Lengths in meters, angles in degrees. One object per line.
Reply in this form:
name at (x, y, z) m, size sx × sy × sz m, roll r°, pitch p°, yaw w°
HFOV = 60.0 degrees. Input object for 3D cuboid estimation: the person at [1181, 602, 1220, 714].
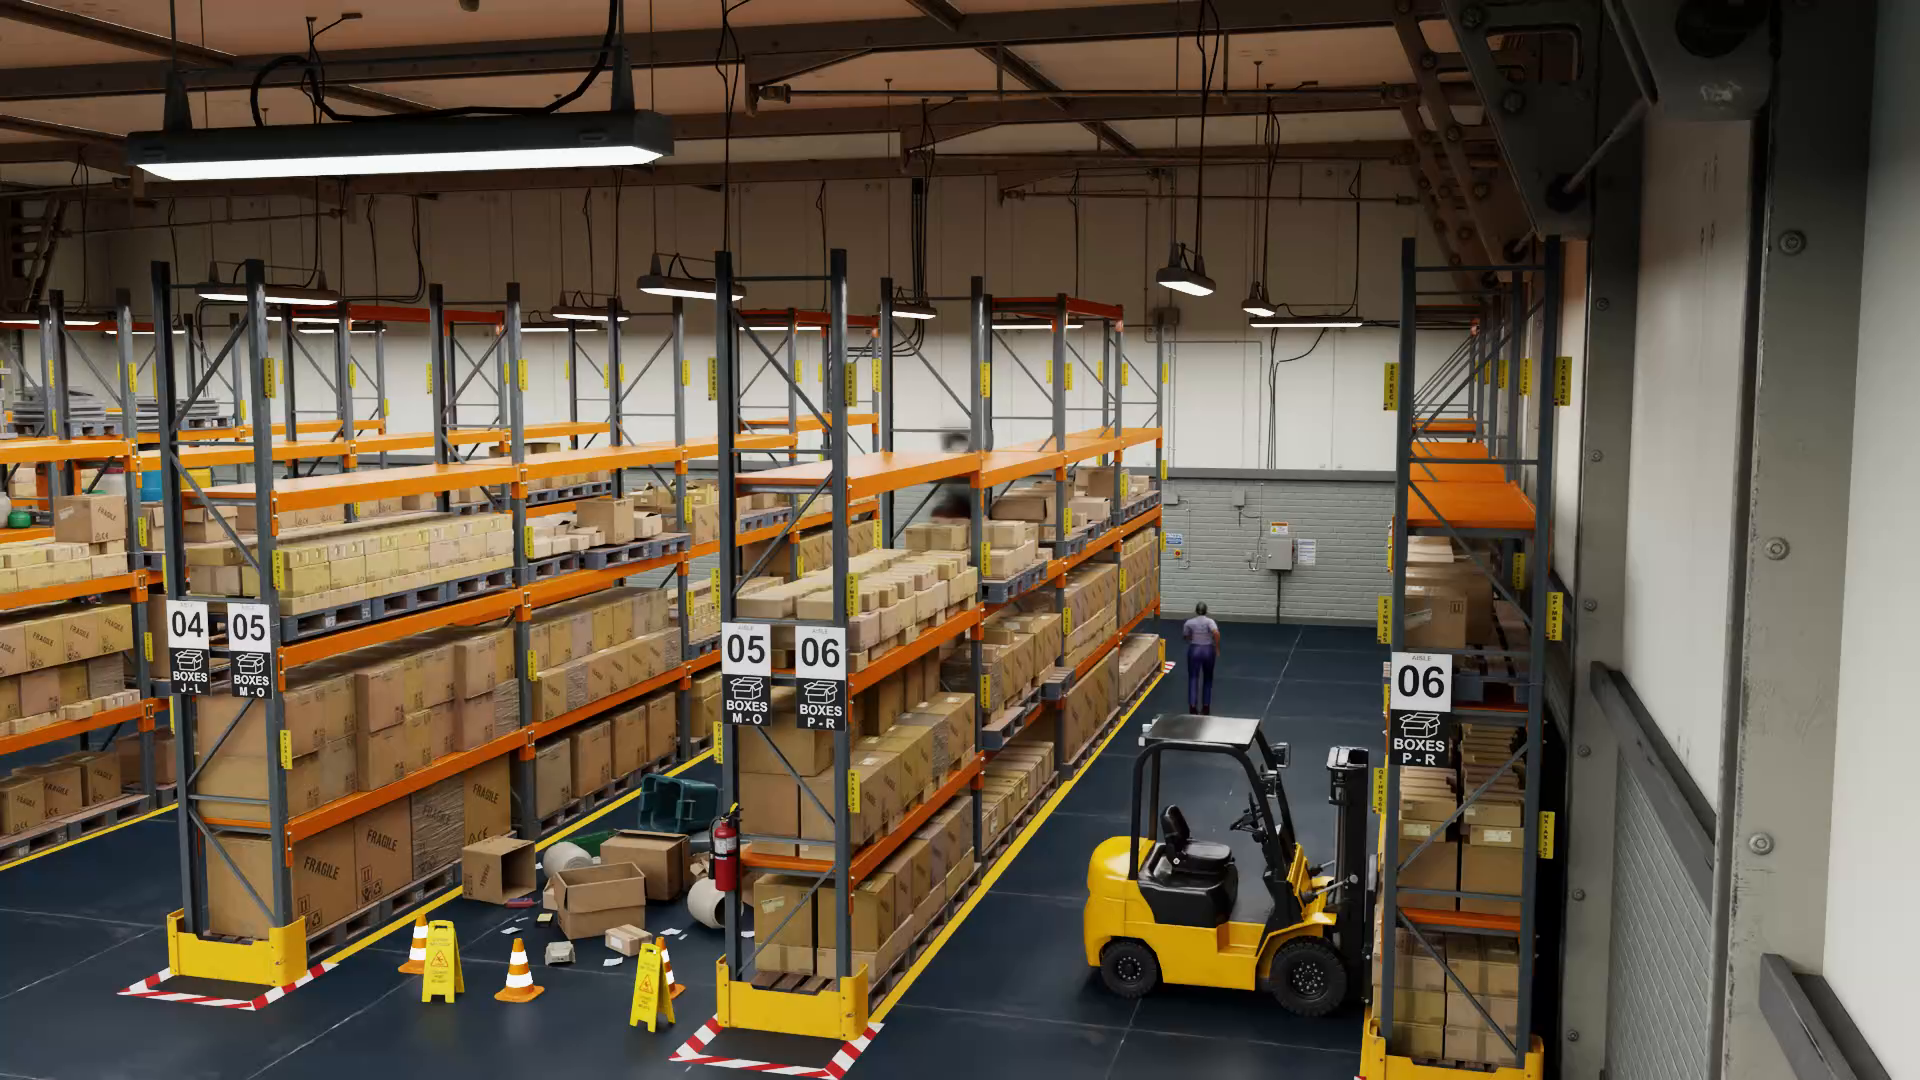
person at (3.534, 1.755, 24.451) m, size 0.580 × 1.694 × 0.855 m, roll 1°, pitch 6°, yaw 11°

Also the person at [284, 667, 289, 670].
person at (-7.573, 2.282, 18.675) m, size 0.714 × 1.798 × 1.007 m, roll 1°, pitch 6°, yaw 8°
